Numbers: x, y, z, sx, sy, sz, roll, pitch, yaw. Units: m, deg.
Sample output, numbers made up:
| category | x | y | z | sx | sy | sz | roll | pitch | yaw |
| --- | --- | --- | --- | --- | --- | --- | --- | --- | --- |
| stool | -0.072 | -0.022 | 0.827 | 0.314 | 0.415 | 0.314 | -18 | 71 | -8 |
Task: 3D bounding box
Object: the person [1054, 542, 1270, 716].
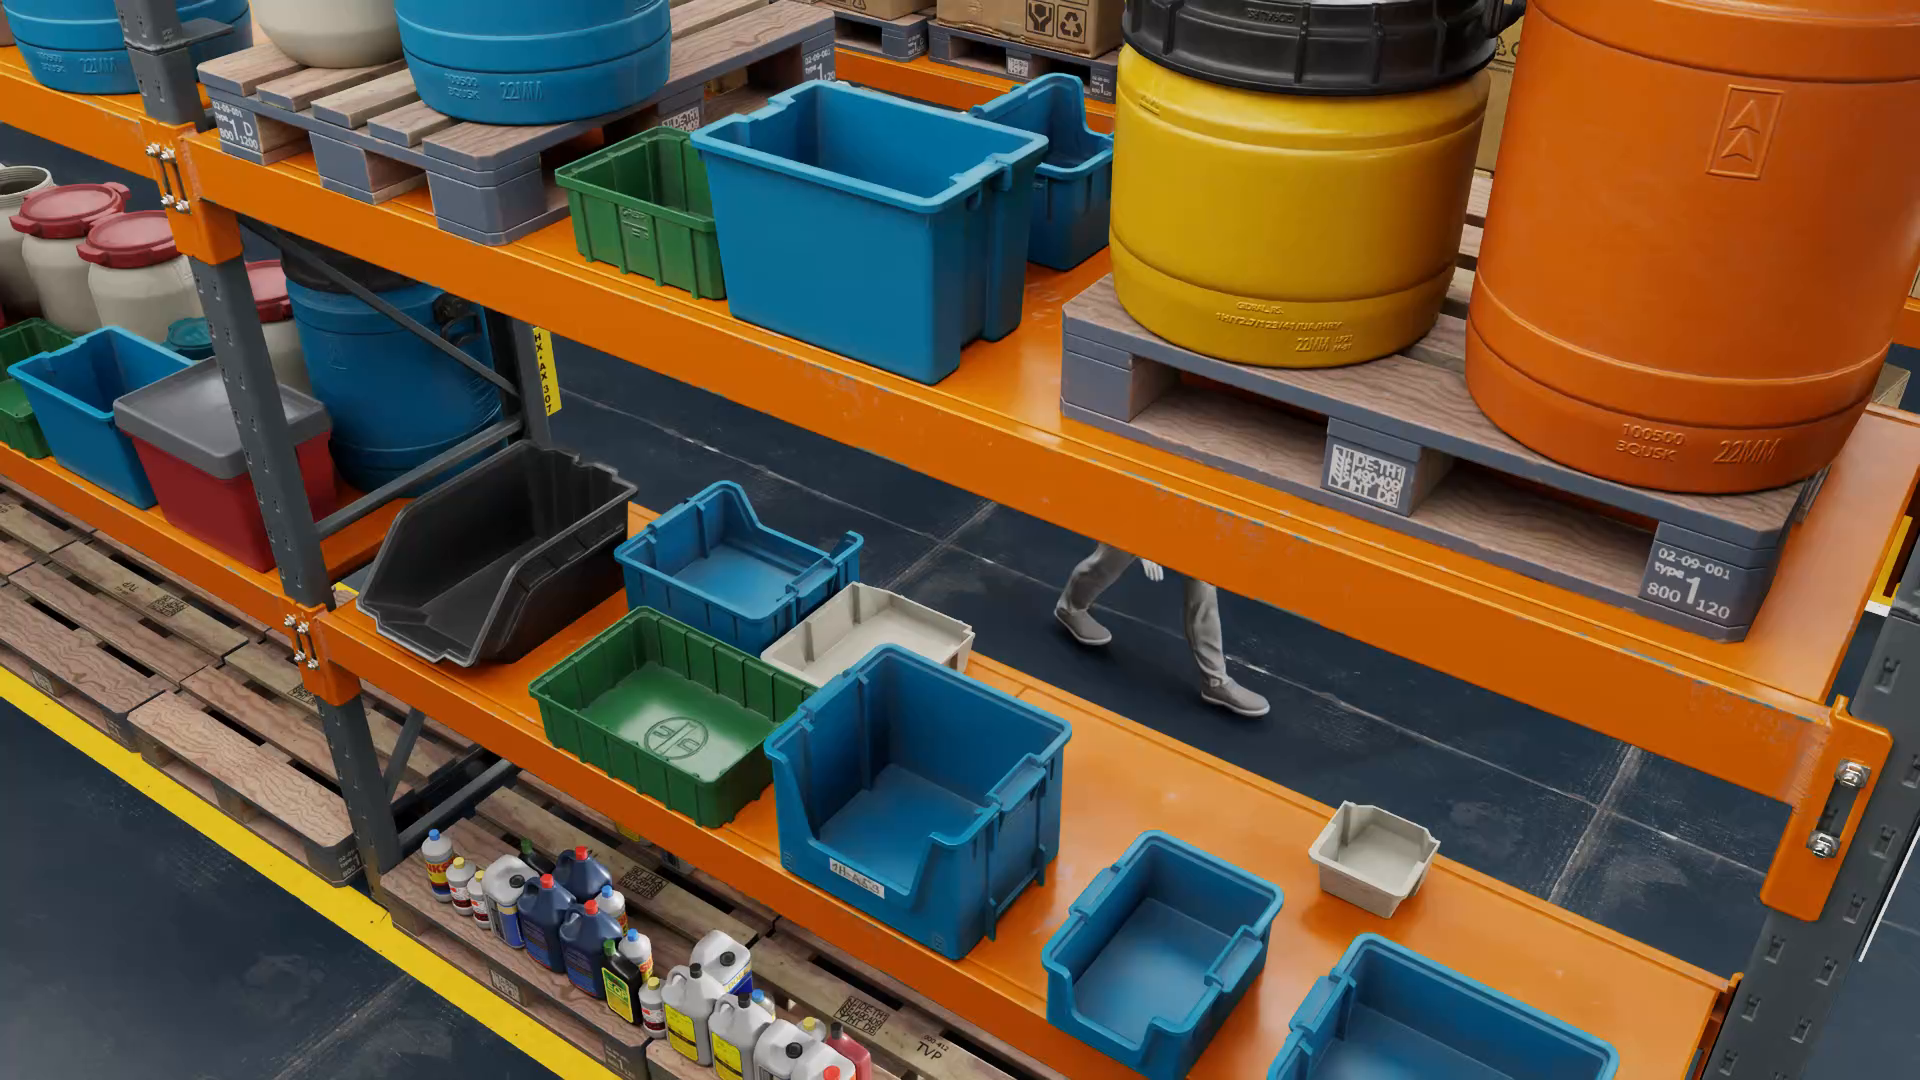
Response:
| category | x | y | z | sx | sy | sz | roll | pitch | yaw |
| --- | --- | --- | --- | --- | --- | --- | --- | --- | --- |
| person | 0.768 | -0.119 | 6.295 | 0.515 | 1.612 | 1.020 | -28 | 43 | -34 |
